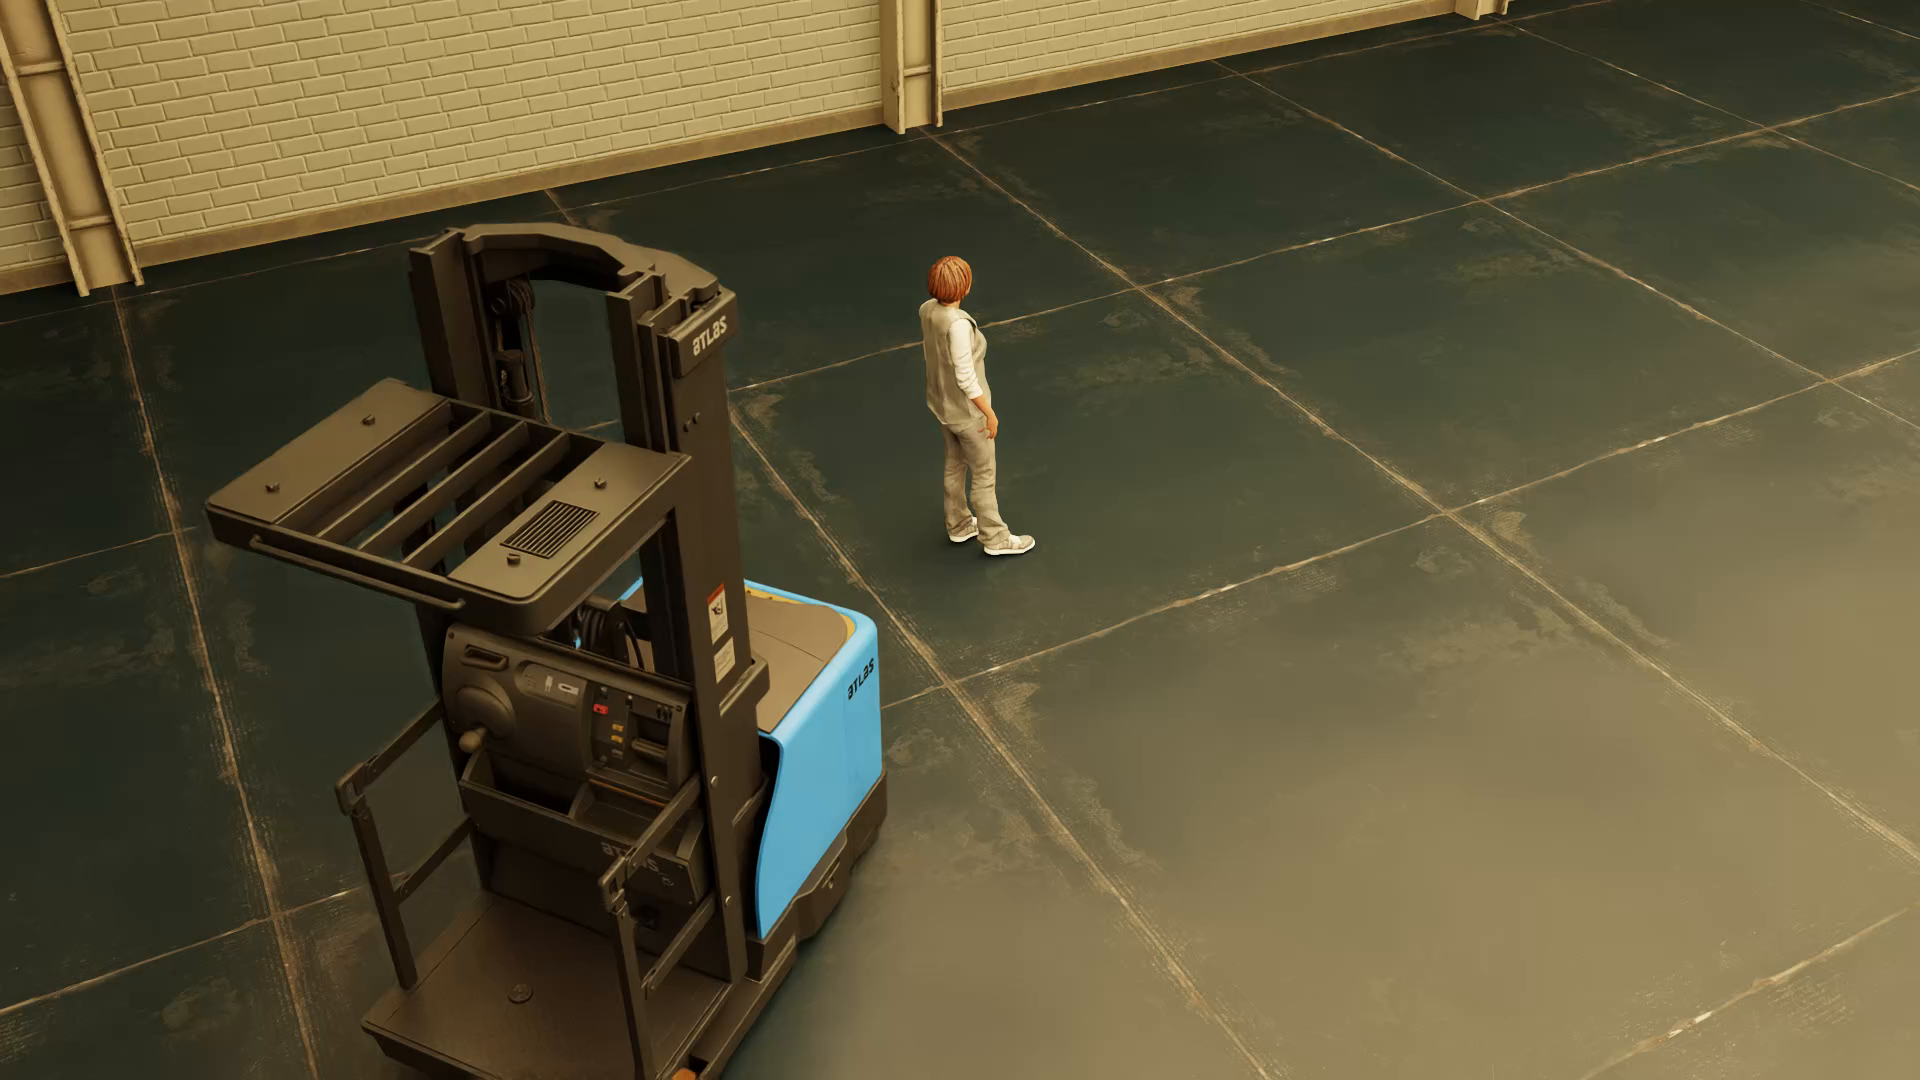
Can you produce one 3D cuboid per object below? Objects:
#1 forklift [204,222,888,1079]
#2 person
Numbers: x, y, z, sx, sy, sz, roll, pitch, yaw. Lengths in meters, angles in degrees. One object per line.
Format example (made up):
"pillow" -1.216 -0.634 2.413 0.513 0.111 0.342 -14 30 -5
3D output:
"forklift" -1.375 0.632 5.229 1.130 2.935 3.031 15 38 20
"person" 0.072 -0.671 8.215 0.475 1.597 0.520 -17 39 -23
